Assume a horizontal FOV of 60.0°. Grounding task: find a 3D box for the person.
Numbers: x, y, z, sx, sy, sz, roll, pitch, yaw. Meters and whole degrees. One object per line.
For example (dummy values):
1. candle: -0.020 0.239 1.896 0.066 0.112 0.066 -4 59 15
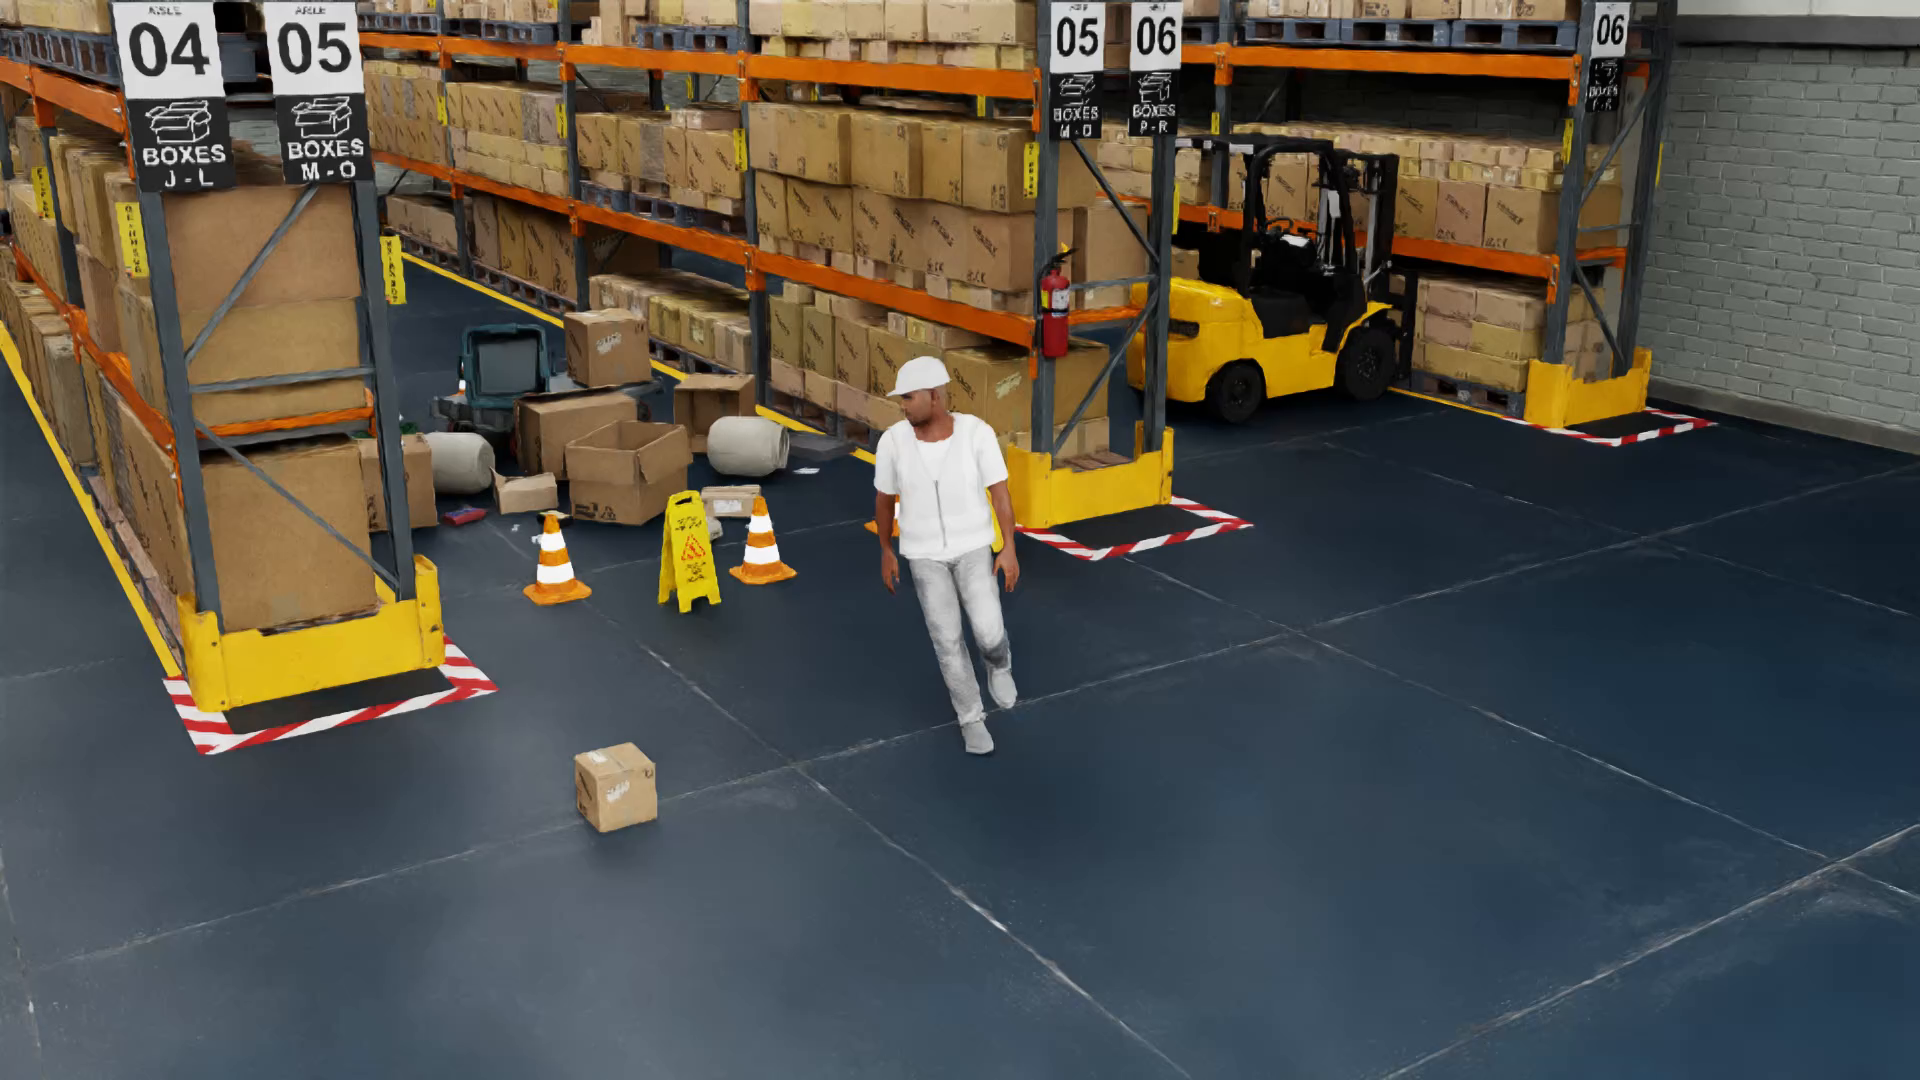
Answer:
1. person: -0.060 0.060 7.357 0.644 1.745 0.549 0 18 0
